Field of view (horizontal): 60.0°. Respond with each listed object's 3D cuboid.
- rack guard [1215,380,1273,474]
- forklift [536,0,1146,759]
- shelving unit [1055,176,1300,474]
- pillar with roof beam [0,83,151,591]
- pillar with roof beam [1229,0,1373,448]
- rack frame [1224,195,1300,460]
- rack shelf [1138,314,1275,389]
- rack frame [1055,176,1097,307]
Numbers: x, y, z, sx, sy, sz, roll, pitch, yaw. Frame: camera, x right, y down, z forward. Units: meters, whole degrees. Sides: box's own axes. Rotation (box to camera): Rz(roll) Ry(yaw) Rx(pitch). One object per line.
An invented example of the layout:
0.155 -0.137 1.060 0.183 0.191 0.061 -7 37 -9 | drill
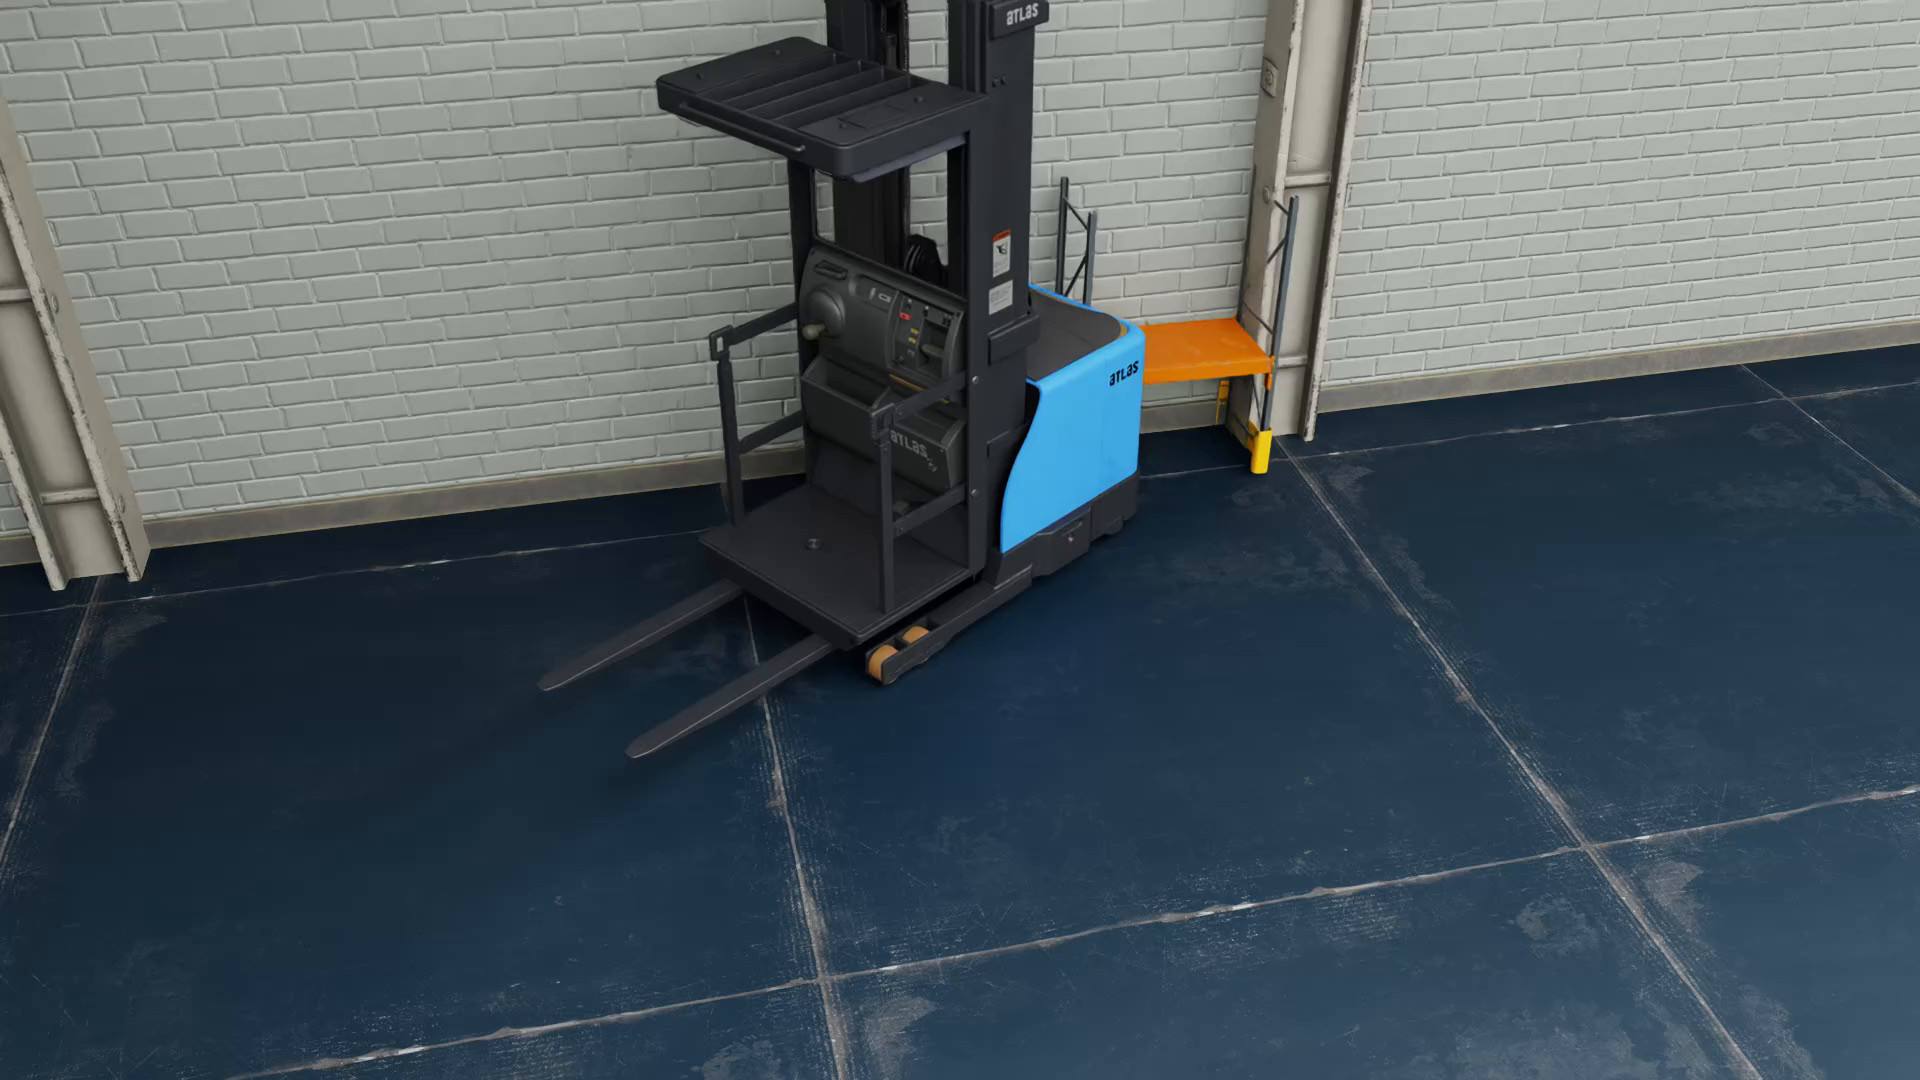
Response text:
1.516 -0.610 8.910 0.087 0.250 0.587 -7 33 -12 | rack guard
-0.488 -0.910 6.975 1.130 2.935 3.031 28 43 35 | forklift
1.041 -1.080 8.471 1.083 1.500 0.587 -7 33 -12 | shelving unit
-3.202 -1.264 2.058 0.400 9.000 9.100 -7 35 -11 | pillar with roof beam
2.650 -2.001 3.157 0.400 9.000 9.100 -7 35 -11 | pillar with roof beam
1.544 -1.138 8.576 0.032 1.500 0.500 -7 33 -12 | rack frame
1.047 -0.929 8.570 1.000 0.185 0.538 -7 33 -12 | rack shelf
0.556 -1.023 8.368 0.032 1.500 0.500 -7 33 -12 | rack frame
